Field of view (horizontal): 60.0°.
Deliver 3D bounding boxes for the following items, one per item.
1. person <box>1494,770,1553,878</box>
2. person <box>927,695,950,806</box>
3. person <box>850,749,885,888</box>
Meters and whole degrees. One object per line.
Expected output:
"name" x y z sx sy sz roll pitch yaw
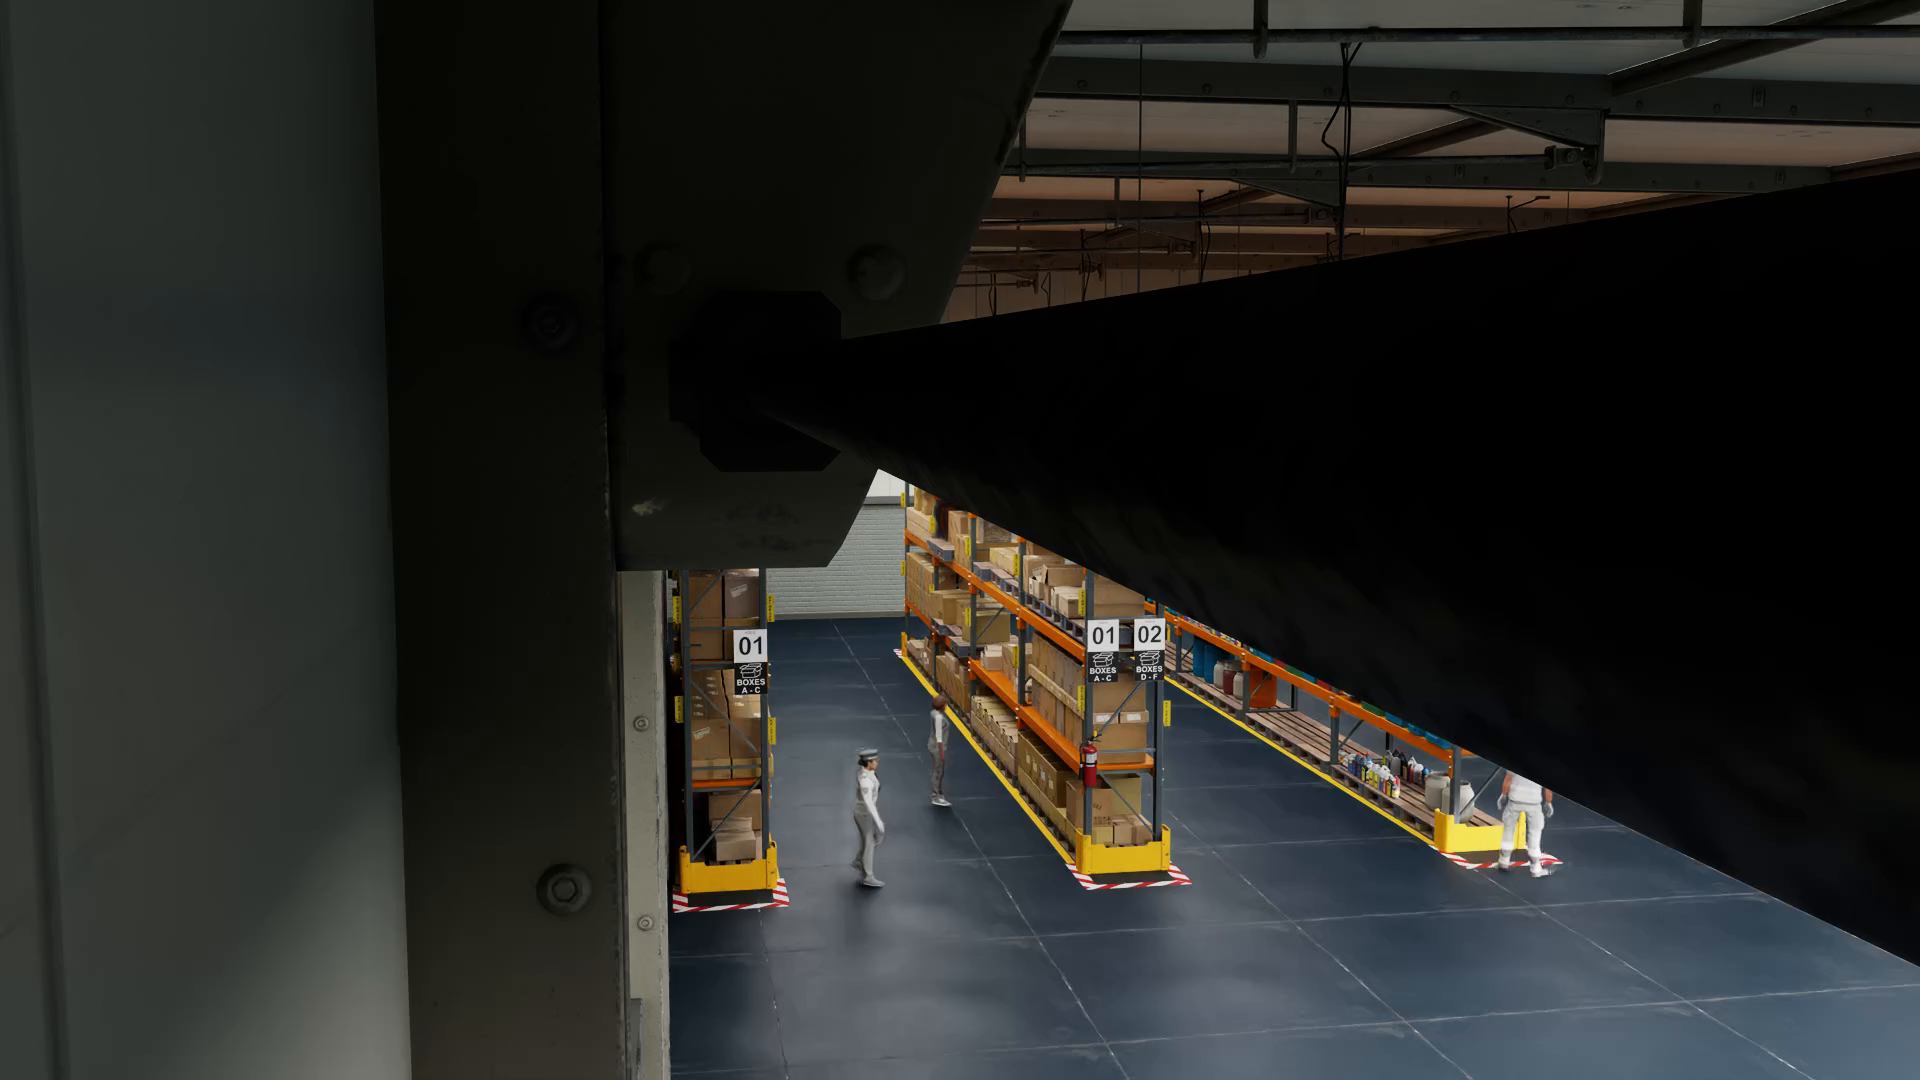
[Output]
"person" 7.046 3.309 20.812 0.695 1.831 0.417 3 7 28
"person" -0.308 3.068 24.141 0.329 1.662 0.482 0 6 -5
"person" -1.123 3.393 20.434 0.453 1.675 0.660 0 6 3
